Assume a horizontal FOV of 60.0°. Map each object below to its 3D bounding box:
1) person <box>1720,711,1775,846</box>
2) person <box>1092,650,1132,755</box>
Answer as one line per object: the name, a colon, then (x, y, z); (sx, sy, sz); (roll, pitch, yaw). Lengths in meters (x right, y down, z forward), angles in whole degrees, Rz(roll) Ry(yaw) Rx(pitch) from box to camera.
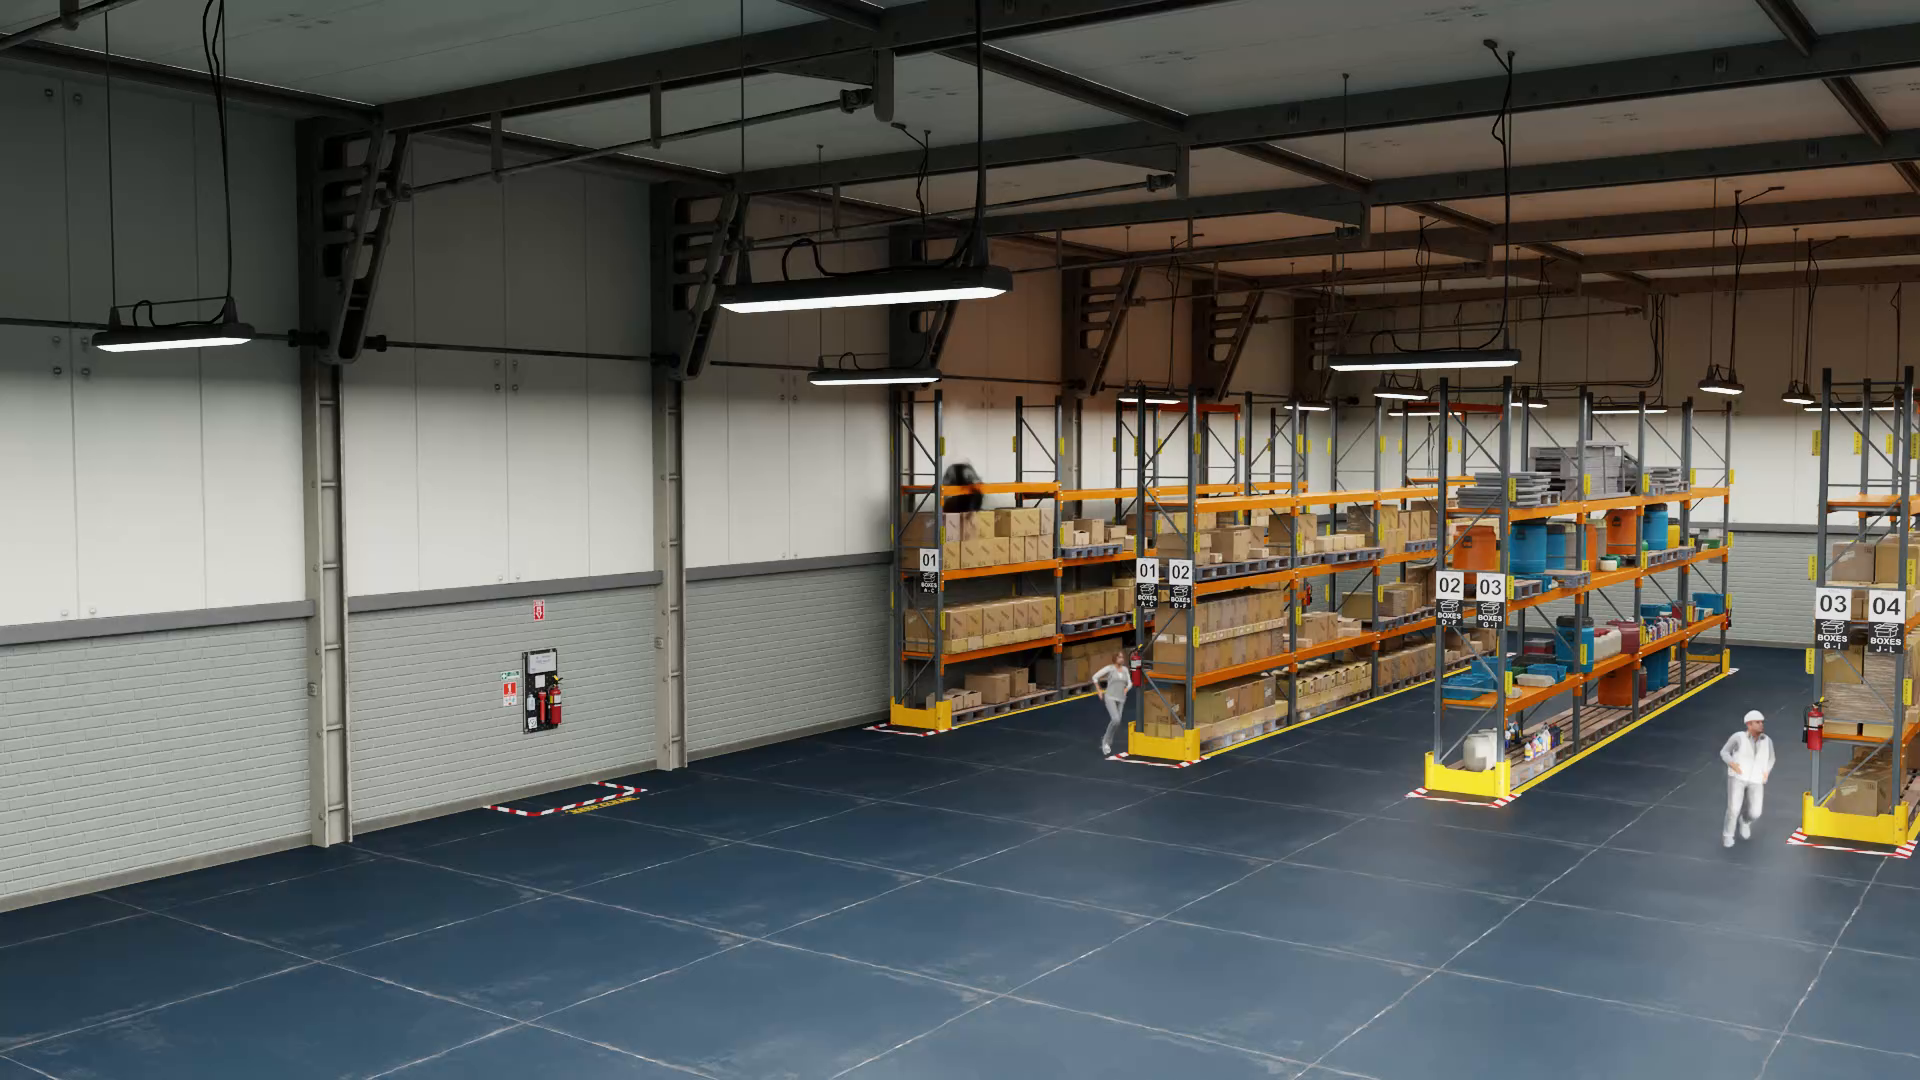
person: (9.898, 2.985, 20.859); (0.663, 1.699, 0.560); (1, 3, 12)
person: (2.396, 2.513, 25.643); (0.555, 1.585, 0.532); (-2, 4, -31)
